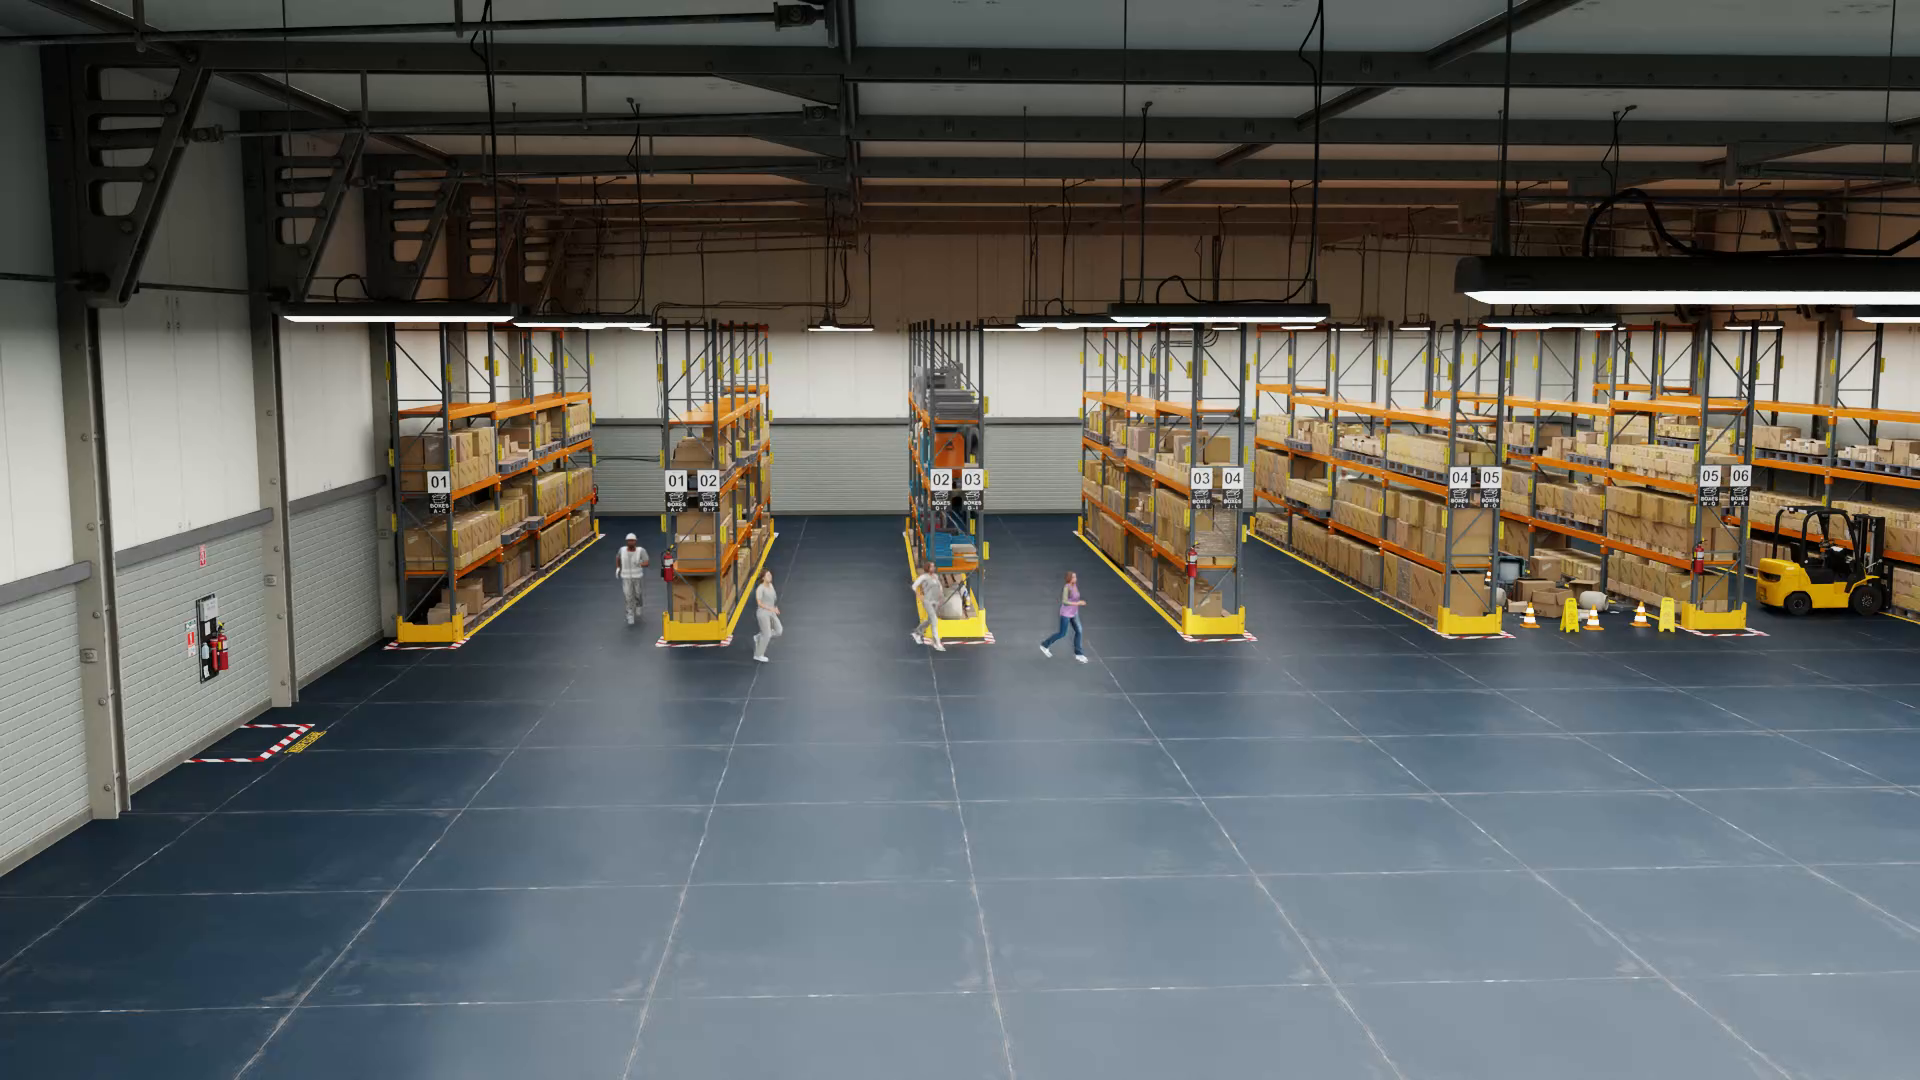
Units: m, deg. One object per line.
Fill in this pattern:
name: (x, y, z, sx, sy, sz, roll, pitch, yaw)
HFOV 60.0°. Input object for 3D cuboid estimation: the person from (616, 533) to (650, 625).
person: (-6.496, 0.741, 33.007, 0.686, 1.764, 0.979, -1, 7, -5)

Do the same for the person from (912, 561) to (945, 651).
person: (-0.543, 1.181, 30.453, 0.807, 1.605, 0.574, 6, 9, 38)

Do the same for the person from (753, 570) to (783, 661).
person: (-3.380, 1.319, 29.244, 0.621, 1.629, 0.590, 4, 8, 27)

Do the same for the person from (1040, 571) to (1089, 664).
person: (1.857, 1.337, 29.138, 0.881, 1.616, 0.548, 4, 8, 30)

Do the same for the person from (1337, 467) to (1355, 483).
person: (11.478, -1.332, 49.823, 0.891, 1.787, 0.688, -3, 8, -23)
